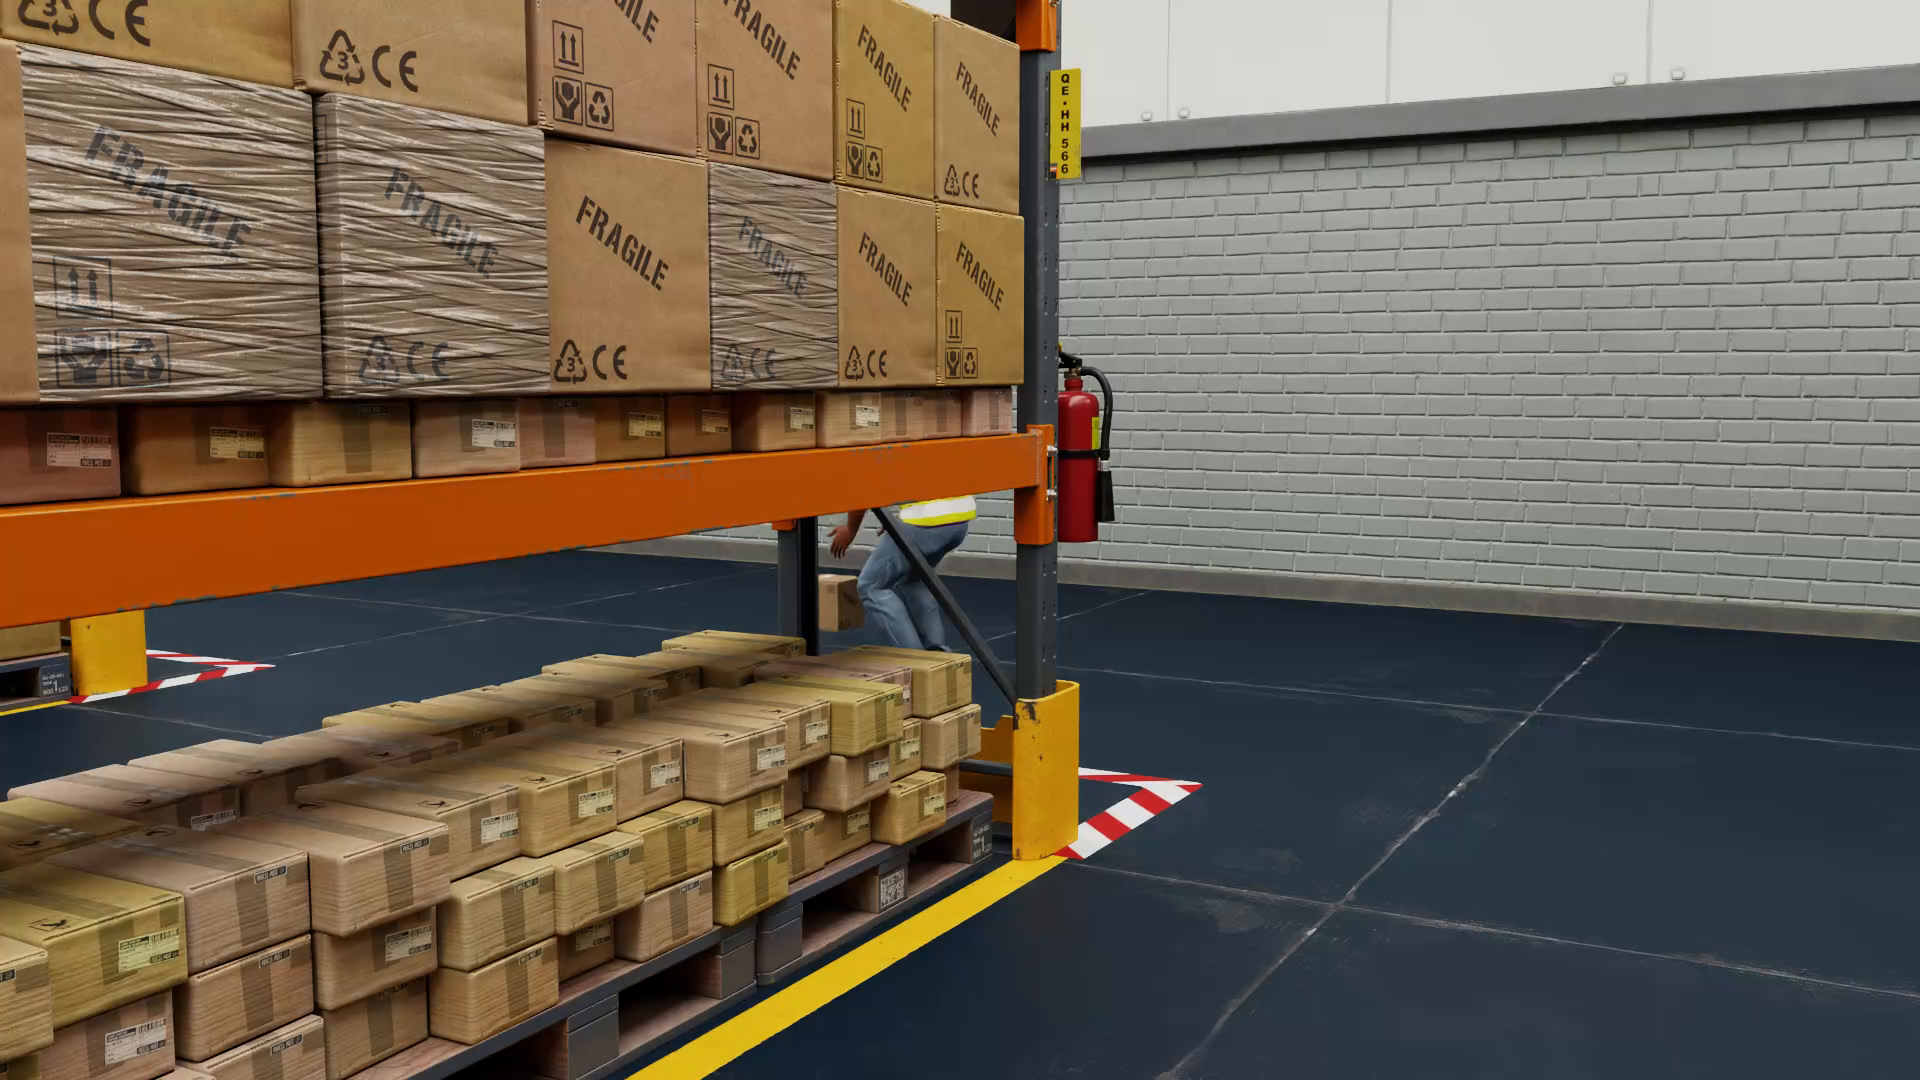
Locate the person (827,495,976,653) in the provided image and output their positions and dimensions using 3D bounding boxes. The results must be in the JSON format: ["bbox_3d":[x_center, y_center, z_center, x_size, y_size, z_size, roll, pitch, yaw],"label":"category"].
[{"bbox_3d":[-0.292,-0.089,8.107,0.687,1.517,0.627,3,7,29],"label":"person"}]
